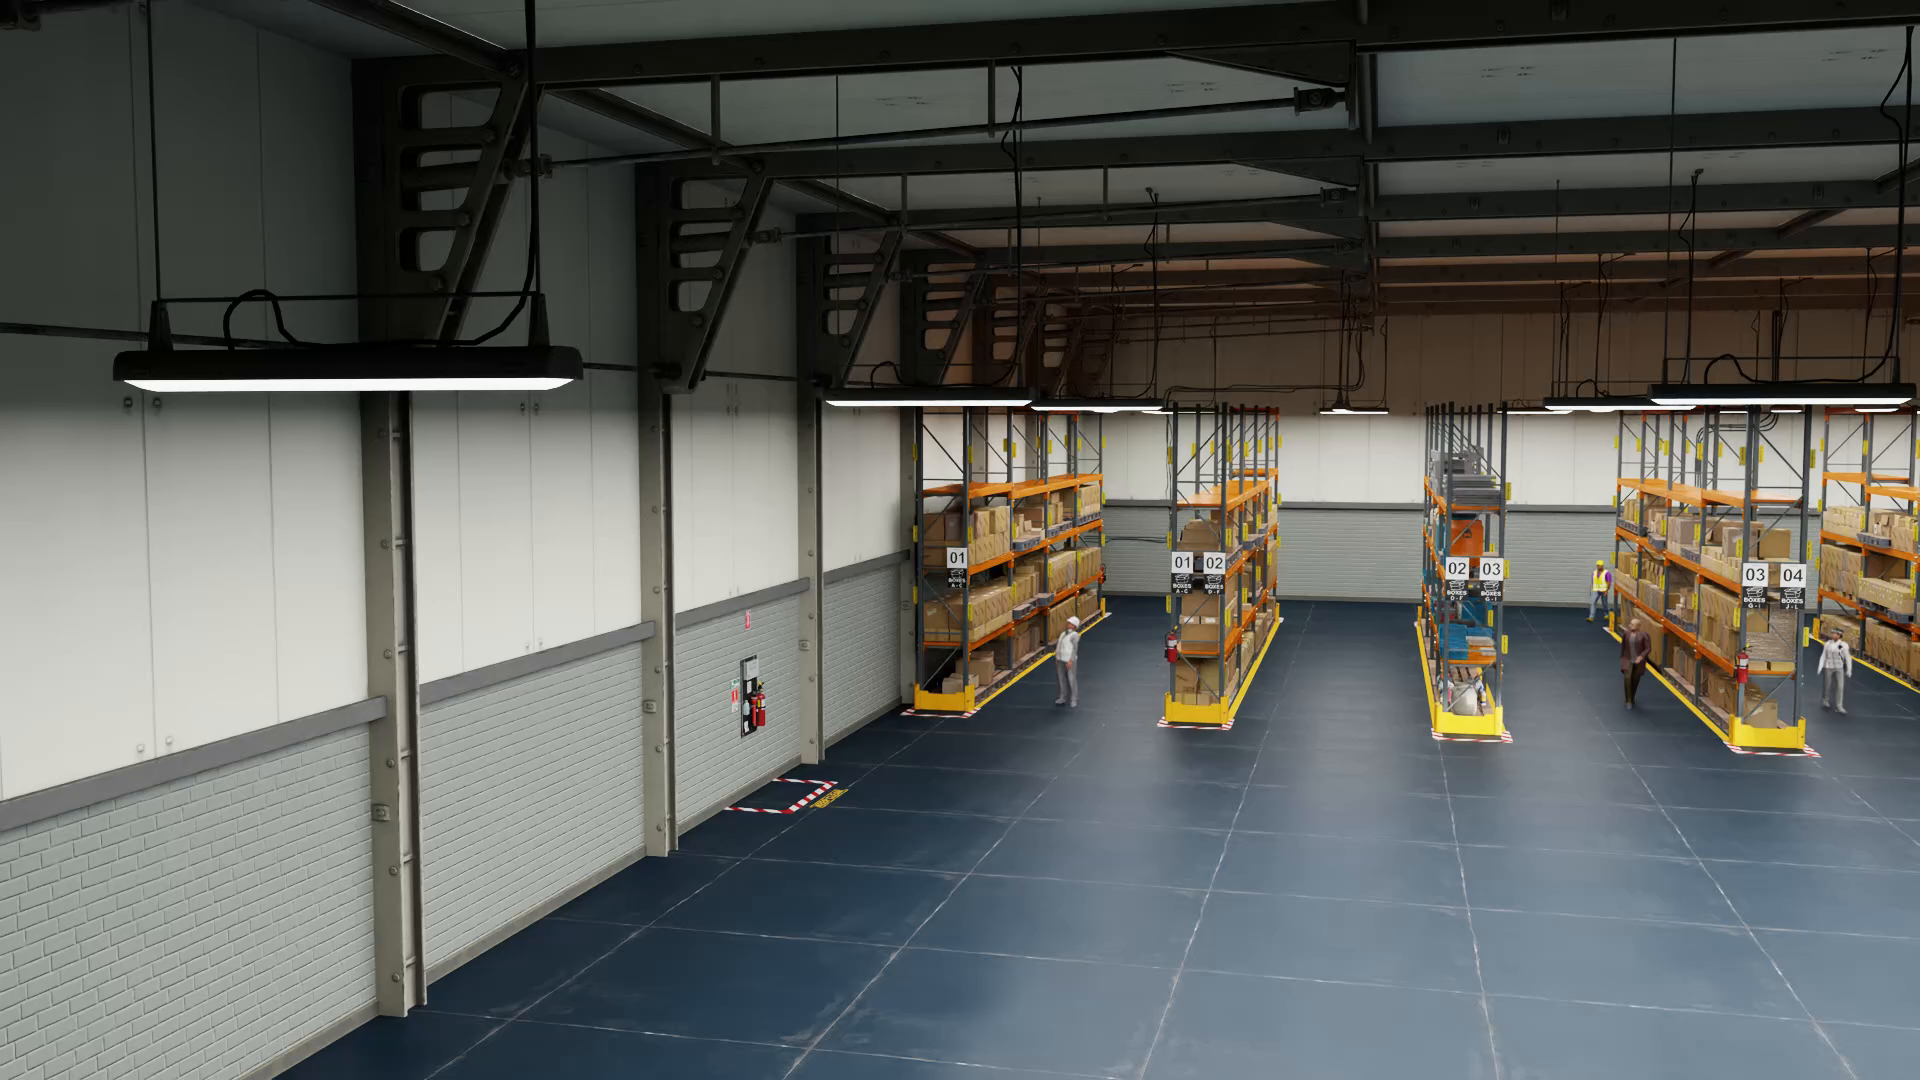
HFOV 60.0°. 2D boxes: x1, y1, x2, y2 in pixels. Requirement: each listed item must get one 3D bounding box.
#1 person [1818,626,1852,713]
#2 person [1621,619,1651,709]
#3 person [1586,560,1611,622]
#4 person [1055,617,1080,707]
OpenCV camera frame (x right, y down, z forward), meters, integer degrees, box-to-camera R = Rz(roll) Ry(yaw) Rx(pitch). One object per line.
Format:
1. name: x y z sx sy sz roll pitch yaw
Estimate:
1. person: 17.042 2.501 32.403 0.592 1.643 0.943 1 4 15
2. person: 13.383 2.459 32.978 0.548 1.814 0.936 1 4 15
3. person: 17.892 1.433 46.544 0.634 1.725 1.073 3 5 37
4. person: 2.141 2.417 33.127 0.567 1.781 0.458 4 6 42
